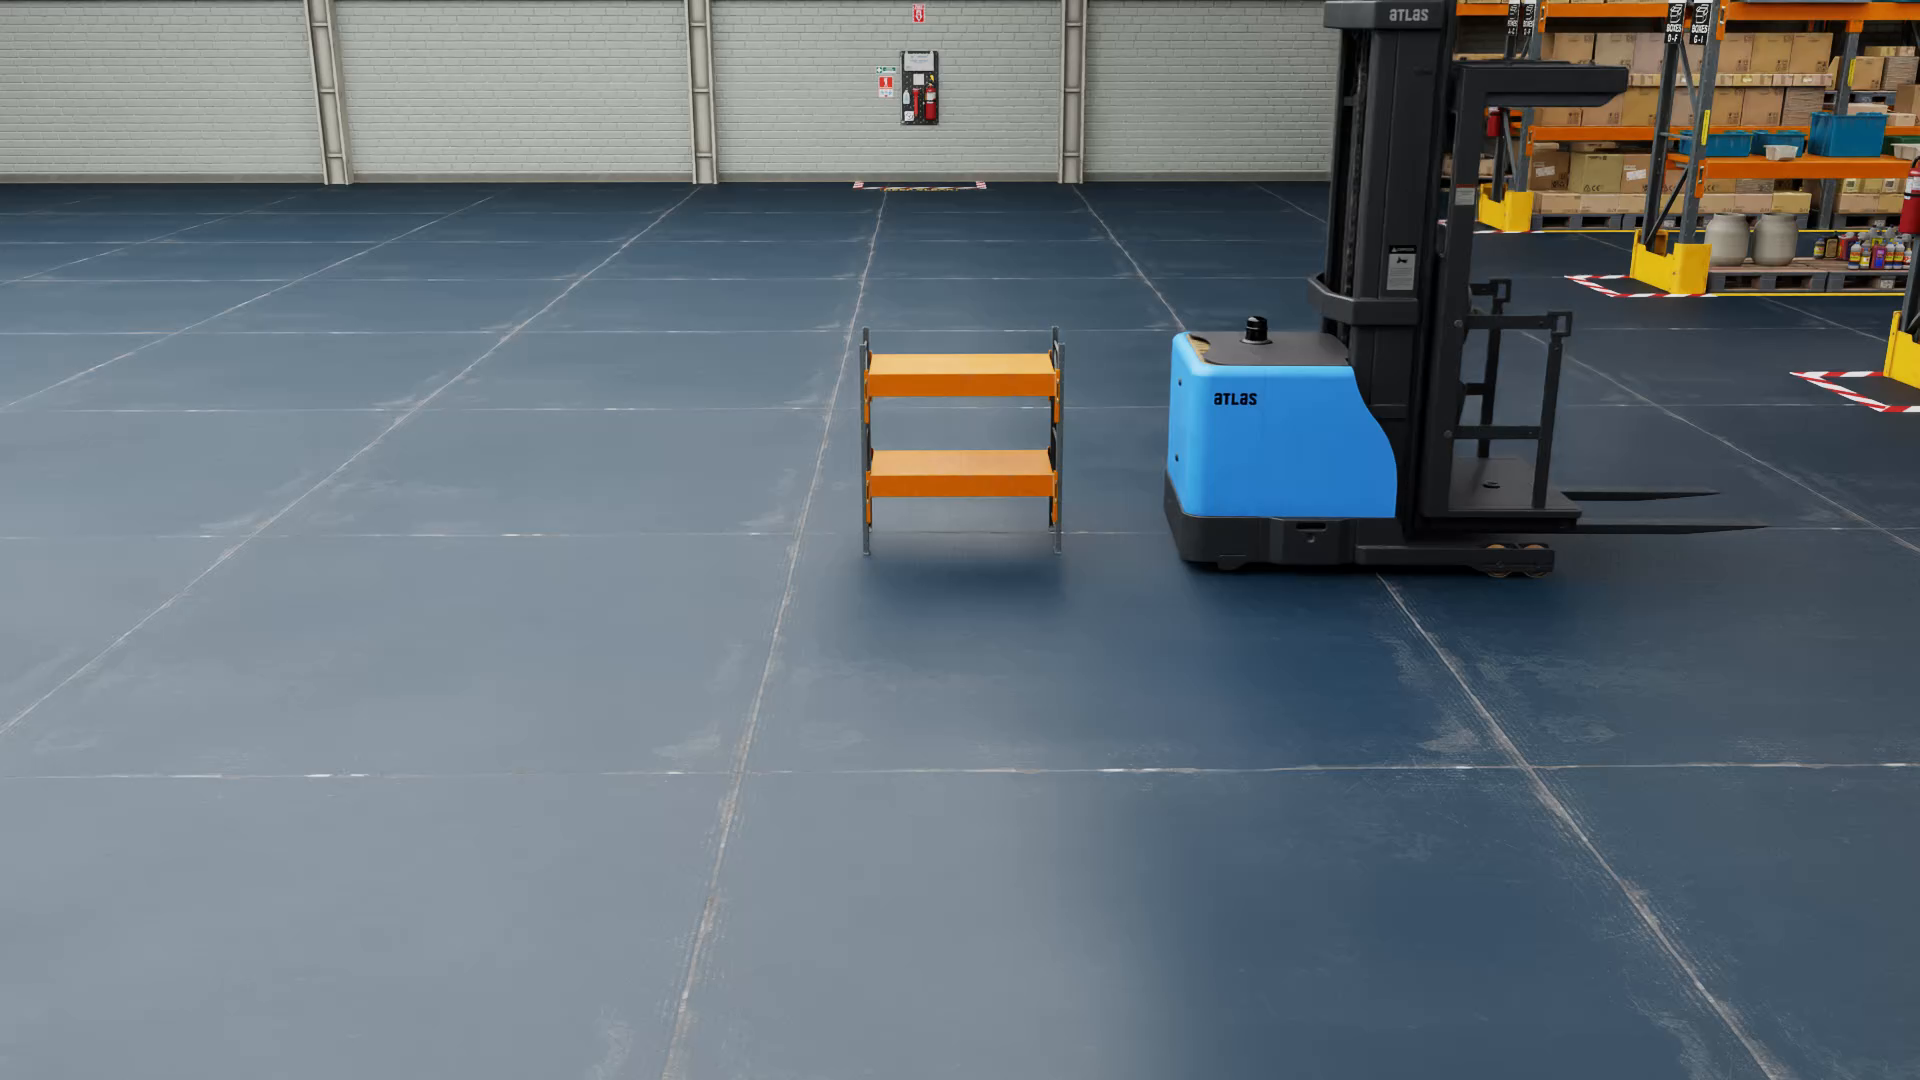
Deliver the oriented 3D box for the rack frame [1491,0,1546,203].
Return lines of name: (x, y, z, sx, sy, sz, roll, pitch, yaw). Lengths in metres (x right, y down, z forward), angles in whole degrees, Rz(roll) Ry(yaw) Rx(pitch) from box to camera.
rack frame: (7.215, -5.586, 21.550, 0.127, 3.000, 1.000, 0, 18, -1)

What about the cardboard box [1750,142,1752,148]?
cardboard box: (12.384, -6.164, 26.724, 0.500, 0.500, 0.700, -1, 18, -2)

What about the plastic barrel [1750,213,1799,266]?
plastic barrel: (8.447, -3.117, 17.240, 0.421, 0.512, 0.421, 0, 18, 0)

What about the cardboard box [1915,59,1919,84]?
cardboard box: (15.600, -7.419, 26.581, 0.500, 0.500, 0.500, 0, 18, -1)

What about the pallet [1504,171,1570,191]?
pallet: (9.238, -5.770, 26.688, 1.213, 0.211, 1.003, 0, 18, -1)

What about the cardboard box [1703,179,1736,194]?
cardboard box: (9.754, -4.782, 21.629, 0.500, 0.500, 0.500, 0, 18, -1)

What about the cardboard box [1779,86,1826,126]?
cardboard box: (10.770, -5.649, 21.582, 0.500, 0.500, 0.700, -1, 18, -2)

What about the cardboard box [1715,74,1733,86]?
cardboard box: (9.676, -5.889, 21.270, 0.250, 0.149, 0.380, 0, 18, 1)

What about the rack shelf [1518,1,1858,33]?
rack shelf: (9.214, -6.681, 21.232, 4.000, 0.370, 1.077, 0, 18, -1)

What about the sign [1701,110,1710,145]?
sign: (7.293, -4.037, 16.268, 0.005, 0.325, 0.100, 0, 18, -1)

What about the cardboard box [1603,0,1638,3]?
cardboard box: (10.125, -8.527, 25.612, 0.500, 0.500, 0.500, -2, 18, -6)

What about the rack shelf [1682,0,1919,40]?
rack shelf: (9.289, -5.169, 16.516, 4.000, 0.370, 1.077, 0, 18, -1)

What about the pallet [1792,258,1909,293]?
pallet: (9.393, -2.767, 17.329, 1.213, 0.211, 1.003, 0, 18, -1)

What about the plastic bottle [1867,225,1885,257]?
plastic bottle: (9.675, -3.160, 17.603, 0.185, 0.351, 0.144, 0, 18, 1)

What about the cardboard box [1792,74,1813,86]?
cardboard box: (10.698, -5.894, 21.286, 0.250, 0.149, 0.380, -1, 18, -2)

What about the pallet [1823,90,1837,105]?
pallet: (13.153, -7.024, 26.347, 1.213, 0.211, 1.003, 0, 18, -1)

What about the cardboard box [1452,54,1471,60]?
cardboard box: (7.615, -7.305, 25.893, 0.500, 0.500, 0.500, 0, 18, -1)

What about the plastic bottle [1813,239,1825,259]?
plastic bottle: (9.118, -3.093, 17.639, 0.097, 0.201, 0.097, 0, 18, 0)

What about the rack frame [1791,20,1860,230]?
rack frame: (11.214, -5.605, 21.610, 0.127, 3.000, 1.000, 0, 18, -1)

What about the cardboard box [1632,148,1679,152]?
cardboard box: (9.246, -4.939, 22.118, 0.500, 0.500, 0.500, 0, 18, -1)

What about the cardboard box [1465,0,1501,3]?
cardboard box: (8.008, -8.501, 25.531, 0.500, 0.500, 0.500, 1, 18, 3)

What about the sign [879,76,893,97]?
sign: (-1.206, -7.383, 27.094, 0.234, 0.329, 0.001, 0, 18, -1)

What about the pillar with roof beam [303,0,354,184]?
pillar with roof beam: (-10.111, -8.822, 21.815, 0.400, 9.000, 9.100, 0, 18, -1)

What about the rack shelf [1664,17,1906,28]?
rack shelf: (13.132, -8.214, 26.009, 4.000, 0.370, 1.077, 0, 18, -1)

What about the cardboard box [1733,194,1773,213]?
cardboard box: (10.254, -4.428, 21.753, 0.500, 0.250, 0.500, 0, 18, -1)

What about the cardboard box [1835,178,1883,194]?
cardboard box: (11.631, -4.689, 21.650, 0.500, 0.311, 0.500, 0, 18, -1)

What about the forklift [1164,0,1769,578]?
forklift: (2.654, -1.367, 8.510, 3.031, 2.935, 1.130, 0, 18, 1)

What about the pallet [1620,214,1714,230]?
pallet: (9.195, -4.280, 22.043, 1.213, 0.211, 1.003, 0, 18, -1)

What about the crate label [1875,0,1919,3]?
crate label: (9.166, -5.339, 16.112, 0.408, 0.251, 0.502, 0, 18, -1)

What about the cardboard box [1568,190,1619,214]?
cardboard box: (8.254, -4.415, 21.713, 0.500, 0.250, 0.500, 0, 18, -1)

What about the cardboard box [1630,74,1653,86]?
cardboard box: (8.642, -5.884, 21.254, 0.250, 0.149, 0.380, -1, 18, -3)

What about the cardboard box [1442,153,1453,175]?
cardboard box: (7.826, -6.004, 26.535, 0.500, 0.311, 0.500, -2, 18, -7)

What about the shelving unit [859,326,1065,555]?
shelving unit: (0.007, -0.536, 8.876, 1.048, 1.125, 0.538, 0, 18, -1)

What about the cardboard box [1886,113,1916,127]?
cardboard box: (12.103, -5.428, 21.468, 0.250, 0.149, 0.380, 0, 18, -1)

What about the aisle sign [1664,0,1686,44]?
aisle sign: (7.212, -5.401, 16.719, 0.004, 0.787, 0.394, 0, 18, -1)

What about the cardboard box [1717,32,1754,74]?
cardboard box: (9.764, -6.262, 21.369, 0.500, 0.500, 0.700, 0, 18, -1)

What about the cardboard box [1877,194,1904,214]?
cardboard box: (12.132, -4.424, 21.743, 0.500, 0.250, 0.500, 0, 18, 1)

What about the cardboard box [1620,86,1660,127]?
cardboard box: (8.703, -5.637, 21.544, 0.500, 0.500, 0.700, 0, 18, 0)

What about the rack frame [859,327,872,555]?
rack frame: (-0.502, -0.533, 8.868, 0.032, 1.125, 0.500, 0, 18, -1)

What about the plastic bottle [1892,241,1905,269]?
plastic bottle: (9.549, -2.899, 16.921, 0.097, 0.271, 0.097, 0, 18, 0)

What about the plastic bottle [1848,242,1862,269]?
plastic bottle: (9.107, -2.897, 16.914, 0.097, 0.271, 0.097, 0, 18, 0)

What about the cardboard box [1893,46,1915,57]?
cardboard box: (14.787, -7.693, 26.172, 0.250, 0.149, 0.380, -3, 18, -8)

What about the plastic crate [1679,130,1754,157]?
plastic crate: (7.785, -4.096, 17.149, 0.616, 0.251, 0.499, 0, 18, -1)

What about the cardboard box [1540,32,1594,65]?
cardboard box: (7.734, -6.250, 21.333, 0.500, 0.500, 0.700, 0, 18, -1)
